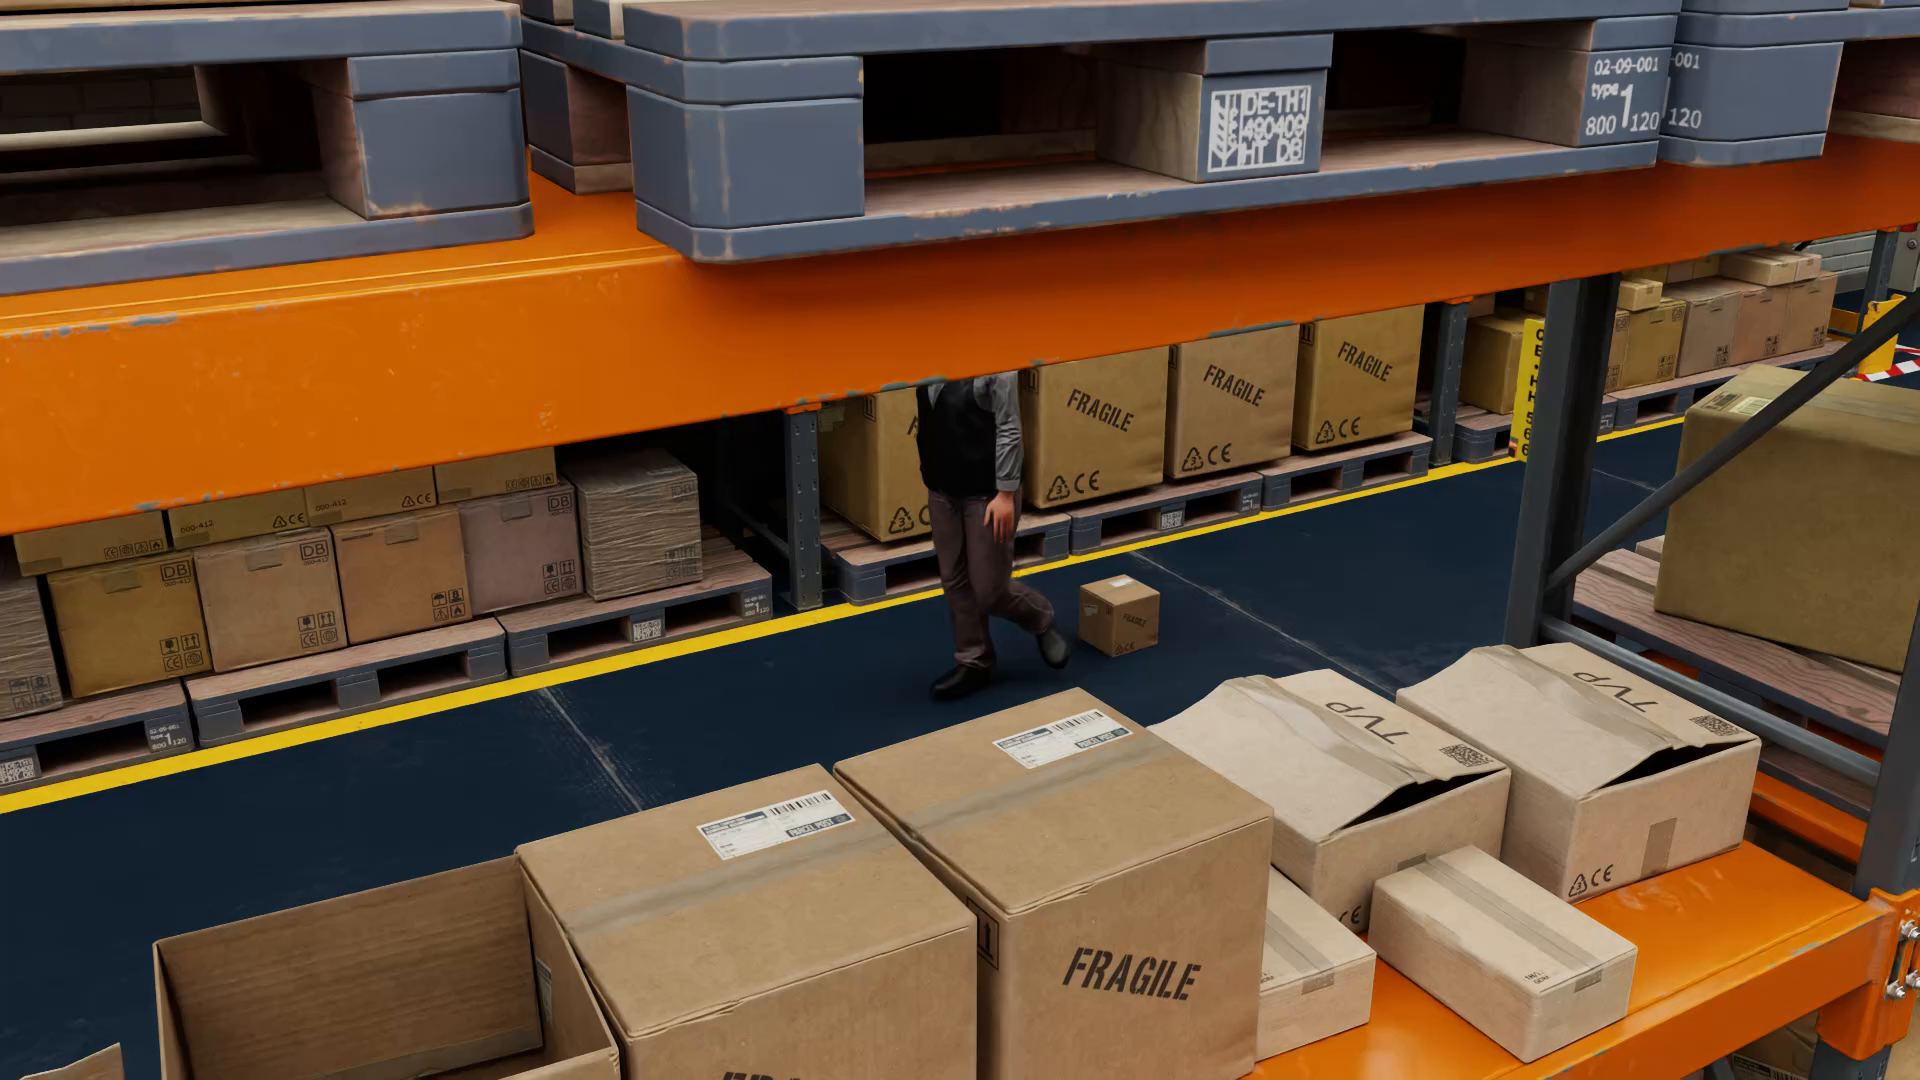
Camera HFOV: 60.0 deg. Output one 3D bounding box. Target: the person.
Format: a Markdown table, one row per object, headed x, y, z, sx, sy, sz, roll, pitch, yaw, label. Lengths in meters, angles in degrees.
| x | y | z | sx | sy | sz | roll | pitch | yaw | label |
| --- | --- | --- | --- | --- | --- | --- | --- | --- | --- |
| 0.104 | -0.156 | 6.659 | 0.545 | 1.474 | 0.541 | -18 | 28 | -38 | person |
